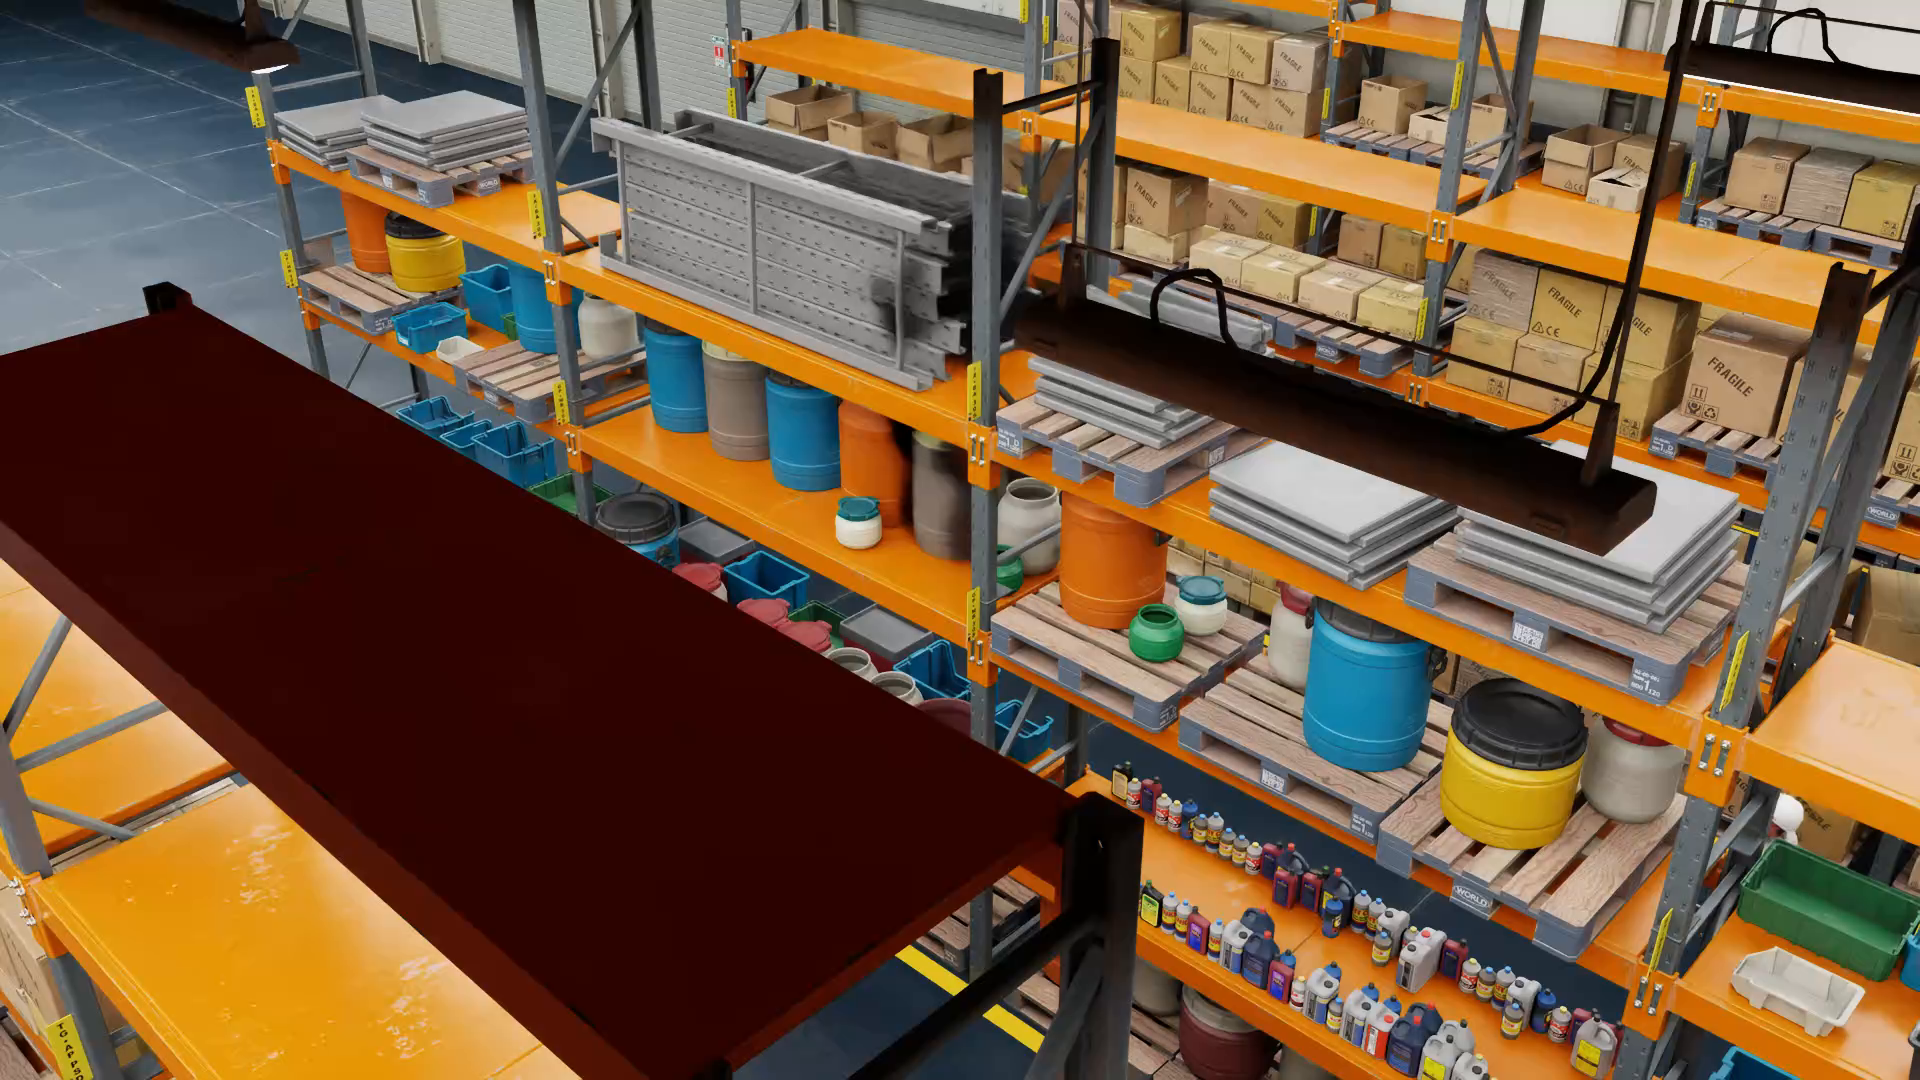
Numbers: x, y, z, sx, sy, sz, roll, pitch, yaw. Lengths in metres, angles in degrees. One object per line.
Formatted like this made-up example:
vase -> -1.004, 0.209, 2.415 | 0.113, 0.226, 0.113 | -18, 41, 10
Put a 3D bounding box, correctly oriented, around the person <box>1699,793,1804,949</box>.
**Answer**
person -> 4.968, 2.293, 10.403 | 0.580, 1.727, 0.647 | 16, 33, 26
